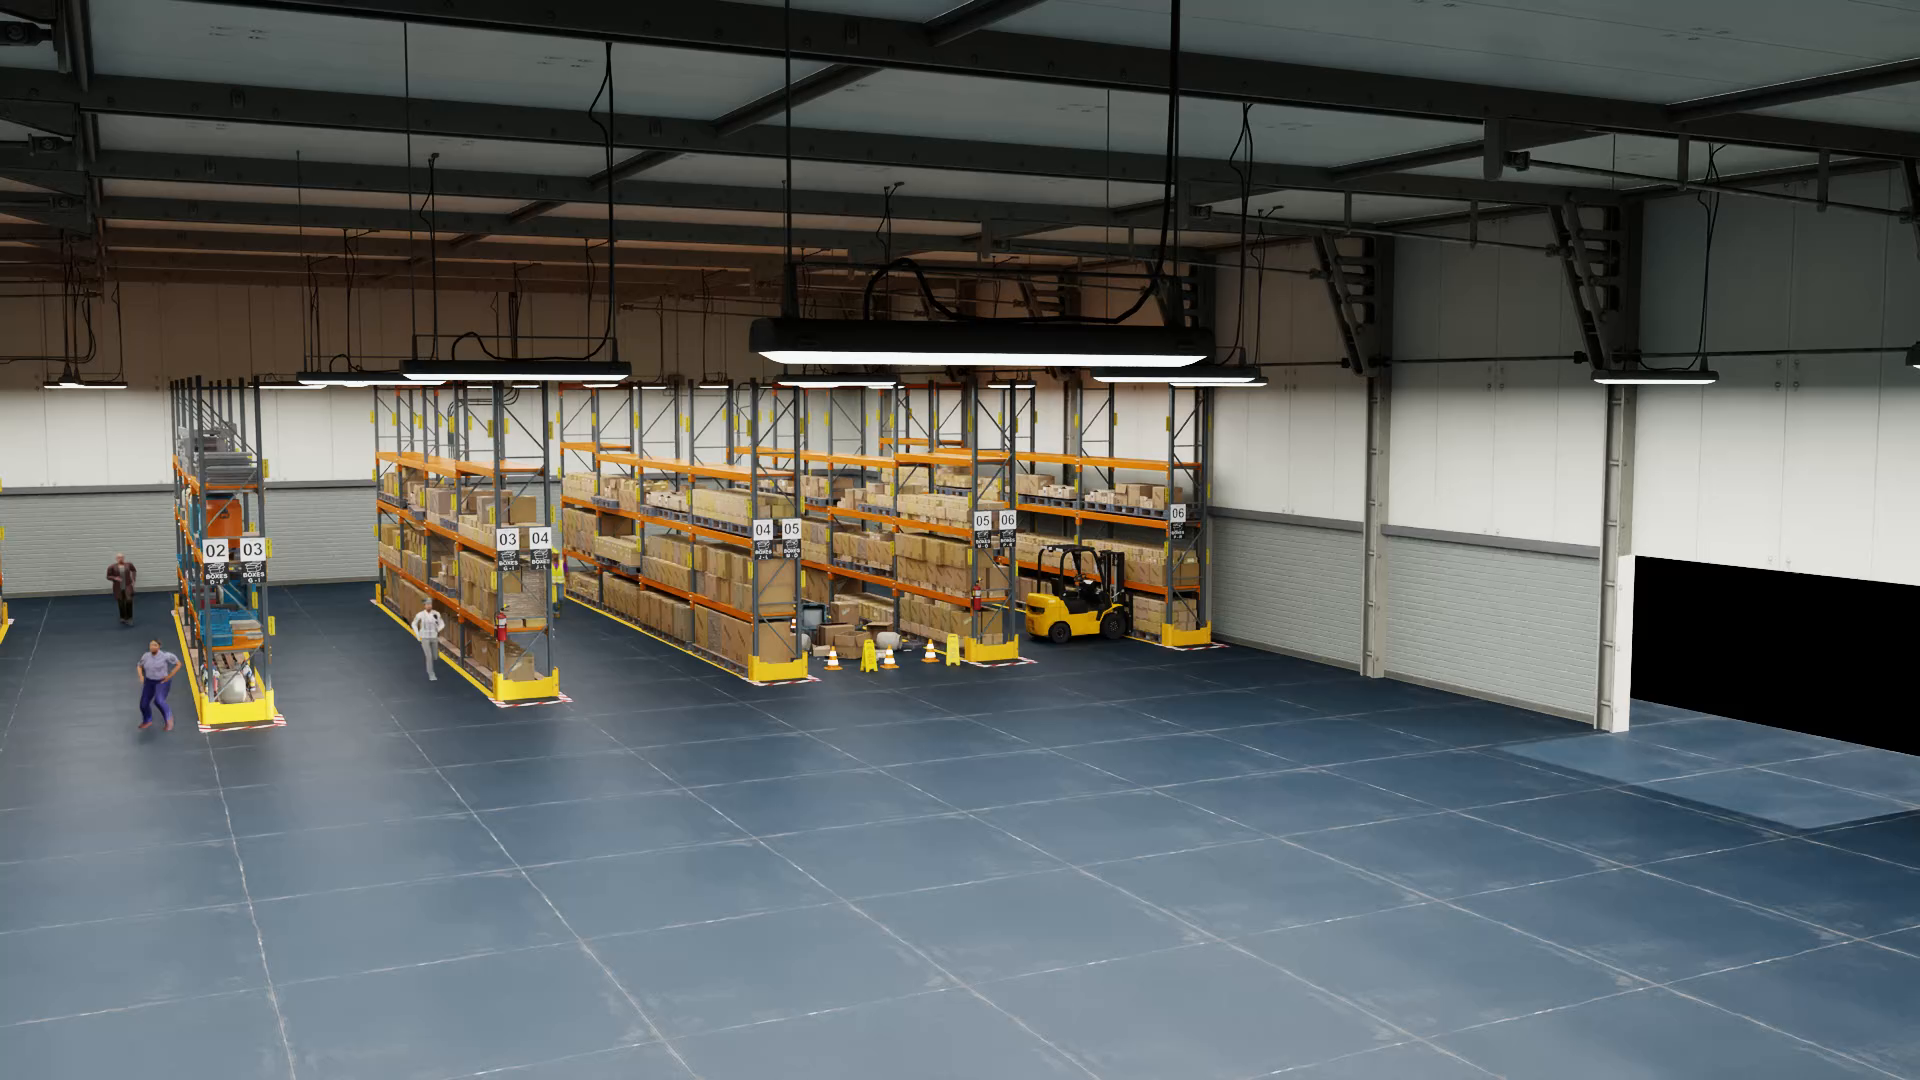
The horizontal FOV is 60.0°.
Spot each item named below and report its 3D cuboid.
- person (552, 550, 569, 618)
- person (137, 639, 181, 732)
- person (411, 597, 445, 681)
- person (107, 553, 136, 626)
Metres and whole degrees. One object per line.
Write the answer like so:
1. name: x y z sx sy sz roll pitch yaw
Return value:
1. person: -10.315 1.100 42.421 0.702 1.726 0.598 -2 5 -21
2. person: -13.589 2.486 28.131 0.760 1.492 0.667 0 5 -4
3. person: -10.566 1.951 33.070 0.616 1.658 0.734 -3 6 -30
4. person: -20.566 1.227 40.816 0.664 1.828 0.821 -3 6 -29
